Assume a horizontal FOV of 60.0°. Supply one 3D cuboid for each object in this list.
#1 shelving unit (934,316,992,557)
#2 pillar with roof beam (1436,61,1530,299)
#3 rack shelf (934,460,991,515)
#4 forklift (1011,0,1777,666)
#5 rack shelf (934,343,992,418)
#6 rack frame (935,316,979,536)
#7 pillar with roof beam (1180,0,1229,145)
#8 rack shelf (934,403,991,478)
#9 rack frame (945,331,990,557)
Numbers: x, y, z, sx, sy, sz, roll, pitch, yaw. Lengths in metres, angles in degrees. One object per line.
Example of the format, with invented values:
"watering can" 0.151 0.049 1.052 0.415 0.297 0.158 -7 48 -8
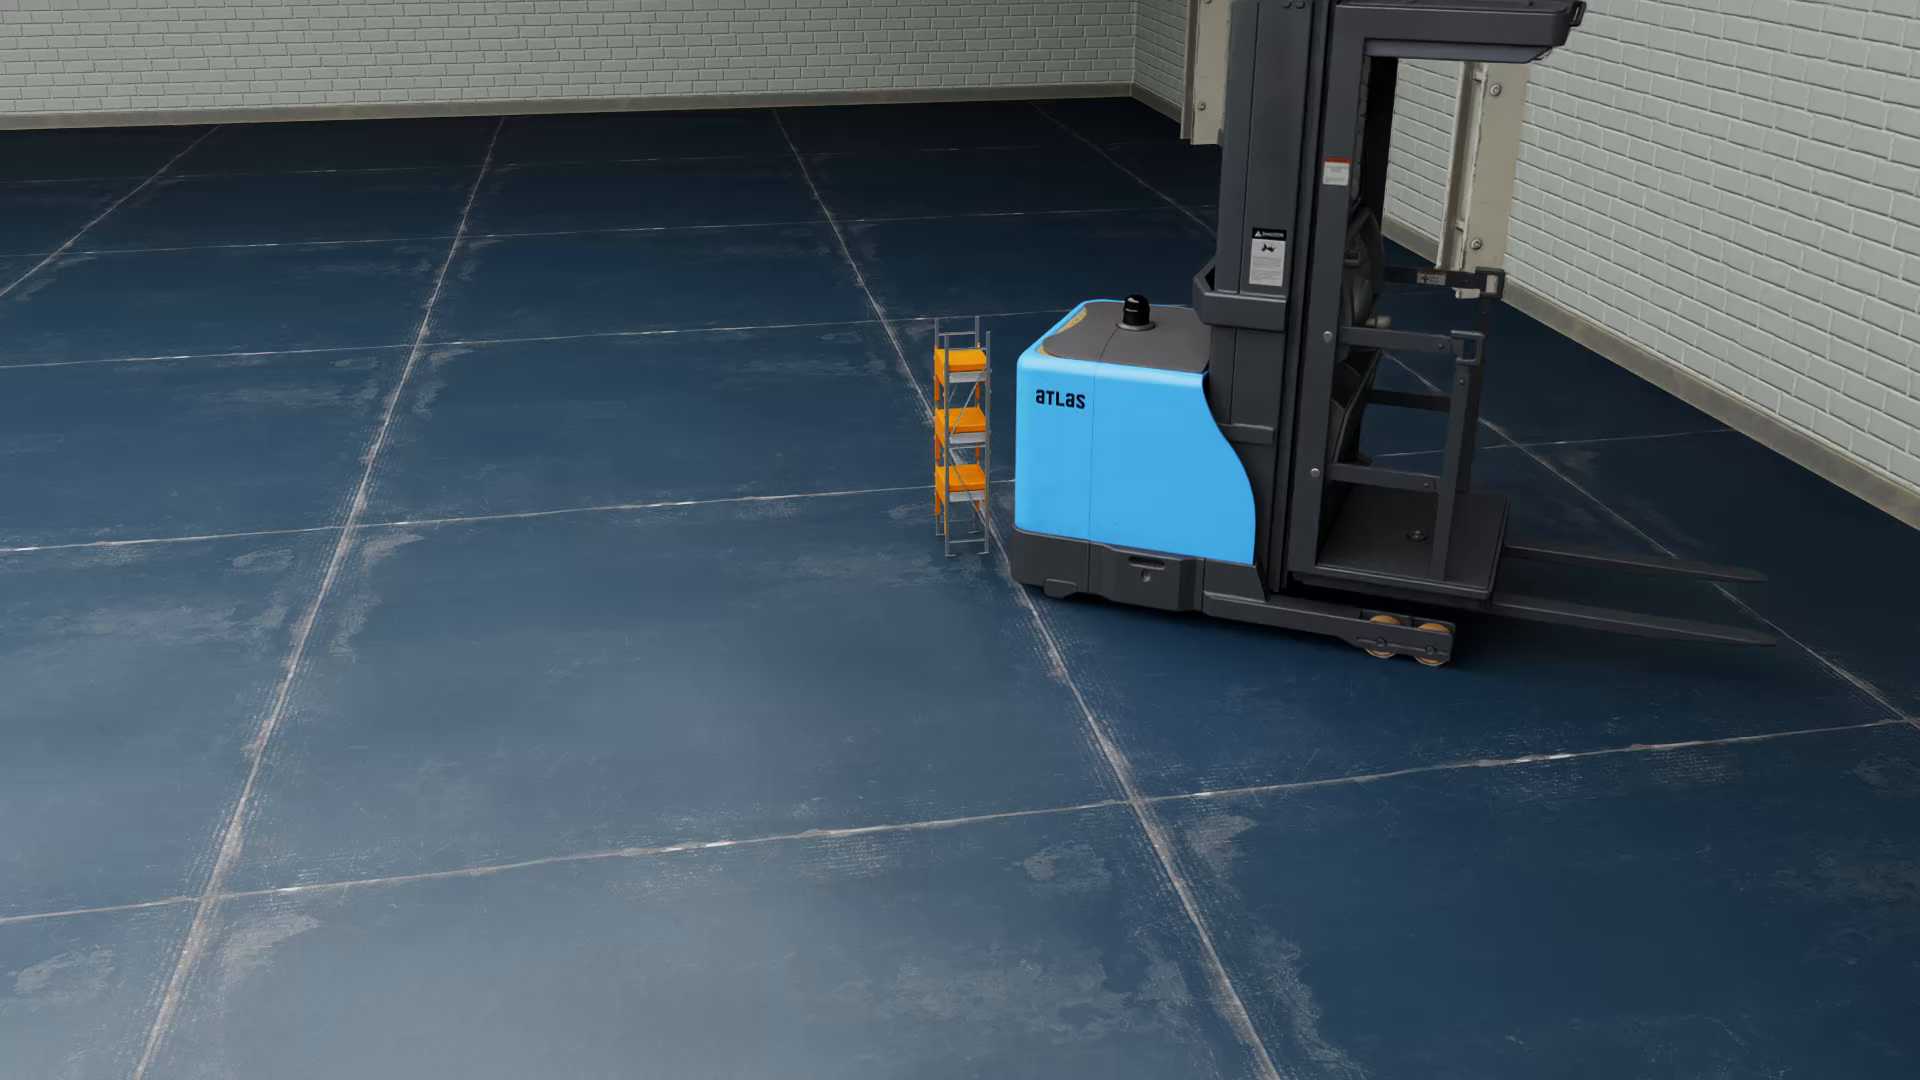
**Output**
"shelving unit" 0.010 -0.460 7.492 0.215 1.050 0.252 -4 24 -10
"pillar with roof beam" -0.635 -5.579 9.281 9.100 9.000 0.400 -4 24 -10
"rack shelf" 0.010 -0.196 7.607 0.215 0.259 0.240 -4 24 -10
"forklift" 1.792 -1.084 6.569 3.031 2.935 1.130 9 25 19
"rack shelf" 0.010 -0.710 7.382 0.215 0.259 0.240 -4 24 -10
"rack frame" -0.013 -0.508 7.602 0.200 1.050 0.008 -4 24 -10
"pillar with roof beam" -1.744 -7.939 14.685 9.100 9.000 0.400 -4 24 -10
"rack shelf" 0.010 -0.450 7.496 0.215 0.259 0.240 -4 24 -10
"rack frame" 0.032 -0.412 7.382 0.200 1.050 0.008 -4 24 -10
